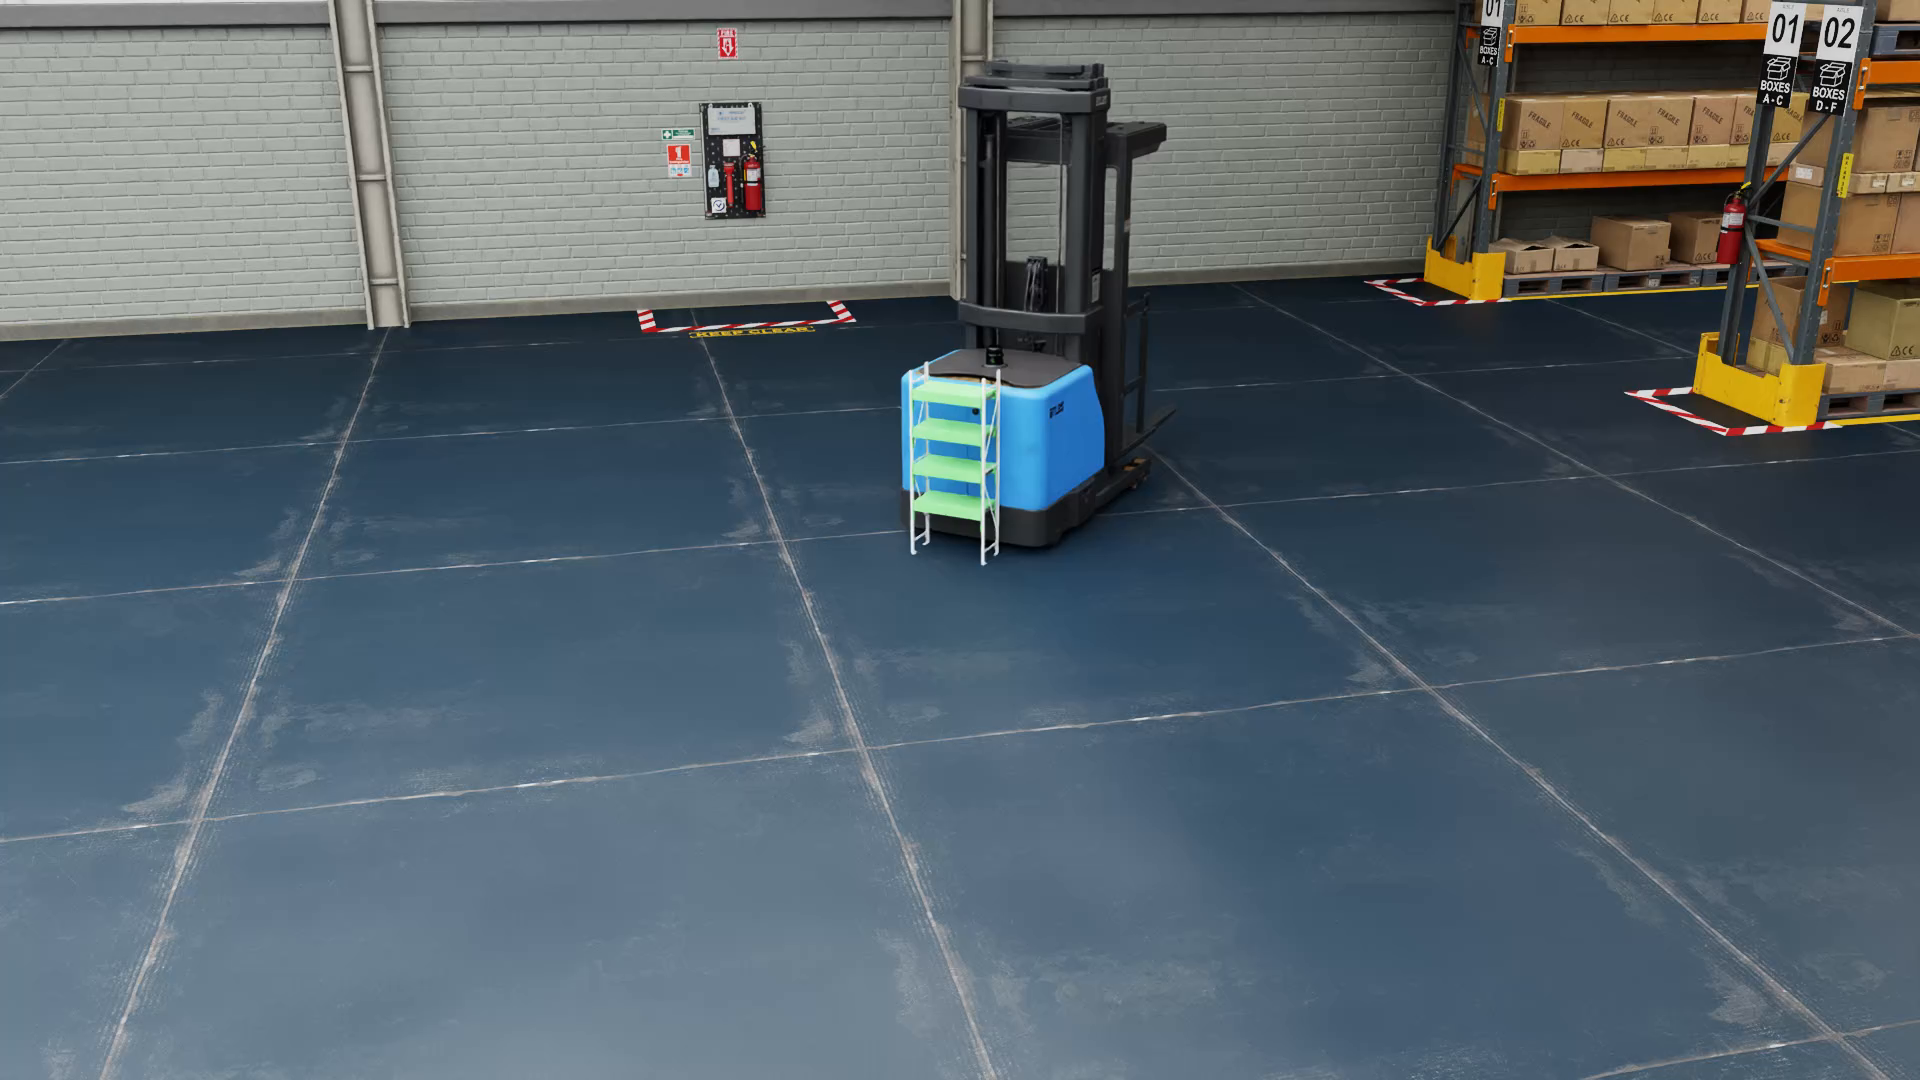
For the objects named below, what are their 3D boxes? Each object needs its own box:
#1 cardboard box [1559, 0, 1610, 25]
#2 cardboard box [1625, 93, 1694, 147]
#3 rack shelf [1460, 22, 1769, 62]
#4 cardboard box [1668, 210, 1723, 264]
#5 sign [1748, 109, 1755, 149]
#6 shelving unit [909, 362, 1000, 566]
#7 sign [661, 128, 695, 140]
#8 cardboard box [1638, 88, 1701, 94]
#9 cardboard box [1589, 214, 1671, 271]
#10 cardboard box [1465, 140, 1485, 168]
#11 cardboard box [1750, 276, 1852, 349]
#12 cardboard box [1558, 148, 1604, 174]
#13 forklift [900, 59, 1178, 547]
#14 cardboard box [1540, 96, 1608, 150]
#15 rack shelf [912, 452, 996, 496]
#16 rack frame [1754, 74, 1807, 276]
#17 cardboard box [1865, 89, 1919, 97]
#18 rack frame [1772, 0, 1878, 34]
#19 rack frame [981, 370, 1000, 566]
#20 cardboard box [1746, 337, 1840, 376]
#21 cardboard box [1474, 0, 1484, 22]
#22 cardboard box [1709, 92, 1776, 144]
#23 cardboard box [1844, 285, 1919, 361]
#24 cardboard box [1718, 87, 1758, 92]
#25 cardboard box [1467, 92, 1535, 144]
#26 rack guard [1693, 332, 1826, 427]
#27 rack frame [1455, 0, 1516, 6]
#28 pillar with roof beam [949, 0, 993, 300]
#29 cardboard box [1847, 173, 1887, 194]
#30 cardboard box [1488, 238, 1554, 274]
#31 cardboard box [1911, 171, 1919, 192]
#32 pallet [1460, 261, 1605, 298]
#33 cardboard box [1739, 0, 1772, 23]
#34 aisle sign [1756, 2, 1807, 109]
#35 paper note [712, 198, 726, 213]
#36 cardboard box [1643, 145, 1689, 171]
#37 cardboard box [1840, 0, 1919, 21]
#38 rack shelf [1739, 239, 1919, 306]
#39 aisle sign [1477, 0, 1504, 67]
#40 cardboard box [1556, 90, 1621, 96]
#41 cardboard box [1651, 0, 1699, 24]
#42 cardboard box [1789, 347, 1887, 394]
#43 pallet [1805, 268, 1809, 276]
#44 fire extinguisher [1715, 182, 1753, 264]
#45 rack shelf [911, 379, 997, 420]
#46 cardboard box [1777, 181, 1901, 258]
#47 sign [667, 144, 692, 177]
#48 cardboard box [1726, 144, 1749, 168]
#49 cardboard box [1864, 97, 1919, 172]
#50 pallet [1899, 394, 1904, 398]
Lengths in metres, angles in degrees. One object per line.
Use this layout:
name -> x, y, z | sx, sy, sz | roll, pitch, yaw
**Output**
cardboard box -> 6.382, -5.613, 17.241 | 0.500, 0.500, 0.500 | -3, 20, -9
cardboard box -> 7.489, -4.522, 17.898 | 0.500, 0.500, 0.500 | -4, 20, -11
rack shelf -> 7.415, -5.404, 17.890 | 4.000, 0.370, 1.077 | -5, 21, -12
cardboard box -> 8.360, -3.429, 18.808 | 0.500, 0.500, 0.500 | -6, 21, -17
sign -> 6.500, -3.355, 13.583 | 0.005, 0.325, 0.100 | -5, 21, -12
shelving unit -> -0.032, -0.475, 10.366 | 0.503, 1.200, 0.258 | 9, 22, 23
sign -> -2.858, -4.116, 16.867 | 0.331, 0.109, 0.001 | -5, 21, -12
cardboard box -> 7.865, -4.738, 18.486 | 0.500, 0.500, 0.500 | -4, 21, -11
cardboard box -> 7.442, -3.319, 18.508 | 0.500, 0.500, 0.700 | -6, 21, -16
cardboard box -> 5.878, -4.216, 18.151 | 0.500, 0.250, 0.500 | -4, 21, -12
cardboard box -> 7.065, -1.917, 13.984 | 0.500, 0.500, 0.500 | -5, 21, -12
cardboard box -> 6.518, -4.092, 17.813 | 0.500, 0.250, 0.500 | -5, 21, -14
forklift -> 0.724, -1.798, 11.462 | 1.130, 2.935, 3.031 | 10, 22, 25
cardboard box -> 6.485, -4.439, 17.670 | 0.500, 0.500, 0.500 | -5, 21, -12
rack shelf -> -0.032, -0.415, 10.388 | 0.480, 0.148, 0.258 | 9, 22, 23
rack frame -> 9.361, -4.491, 18.715 | 0.127, 3.000, 1.000 | -5, 21, -12
cardboard box -> 10.409, -4.816, 18.815 | 0.500, 0.500, 0.700 | -3, 20, -7
rack frame -> 6.612, -5.334, 12.293 | 0.127, 3.000, 1.000 | -5, 21, -12
rack frame -> 0.190, -0.439, 10.270 | 0.015, 1.200, 0.240 | 9, 22, 23
cardboard box -> 7.066, -1.564, 14.111 | 0.500, 0.250, 0.500 | -5, 21, -12
cardboard box -> 5.816, -5.757, 17.635 | 0.500, 0.500, 0.500 | -3, 20, -9
cardboard box -> 8.488, -4.600, 18.110 | 0.500, 0.500, 0.500 | -5, 21, -13
cardboard box -> 7.671, -1.783, 13.619 | 0.500, 0.500, 0.500 | -5, 21, -12
cardboard box -> 8.855, -4.815, 18.697 | 0.500, 0.500, 0.500 | -5, 21, -14
cardboard box -> 5.878, -4.574, 18.040 | 0.500, 0.500, 0.500 | -5, 21, -13
rack guard -> 6.588, -1.341, 13.749 | 0.348, 0.500, 1.175 | -5, 21, -12
rack frame -> 5.468, -6.992, 16.818 | 0.127, 3.000, 1.000 | -5, 21, -12
pillar with roof beam -> 1.102, -5.421, 12.530 | 0.400, 9.000, 9.100 | -5, 21, -12
cardboard box -> 7.043, -2.827, 13.084 | 0.250, 0.149, 0.380 | -5, 21, -13
cardboard box -> 6.162, -3.143, 18.304 | 0.500, 0.311, 0.500 | -7, 21, -19
cardboard box -> 7.543, -2.868, 13.196 | 0.250, 0.149, 0.380 | -5, 21, -12
pallet -> 6.341, -2.924, 18.490 | 1.213, 0.211, 1.003 | -5, 21, -12
cardboard box -> 8.431, -5.798, 17.745 | 0.500, 0.500, 0.500 | -6, 21, -17
aisle sign -> 6.480, -3.831, 13.132 | 0.004, 0.787, 0.394 | -5, 21, -12
paper note -> -2.490, -3.457, 17.173 | 0.142, 0.148, 0.016 | -5, 21, -12
cardboard box -> 7.508, -4.170, 18.025 | 0.500, 0.250, 0.500 | -4, 21, -12
cardboard box -> 7.172, -4.281, 12.815 | 0.637, 0.503, 0.797 | -3, 20, -9
rack shelf -> 8.558, -2.337, 13.880 | 4.000, 0.370, 1.077 | -5, 21, -12
aisle sign -> 5.467, -5.289, 17.113 | 0.004, 0.787, 0.394 | -5, 21, -12
cardboard box -> 6.872, -4.653, 18.255 | 0.500, 0.500, 0.500 | -5, 21, -14
cardboard box -> 7.403, -5.705, 17.492 | 0.500, 0.500, 0.500 | -3, 20, -9
cardboard box -> 7.185, -1.391, 13.638 | 0.500, 0.250, 0.500 | -5, 21, -12
pallet -> 10.118, -3.244, 19.364 | 1.213, 0.211, 1.003 | -5, 21, -12
fire extinguisher -> 6.390, -2.627, 13.737 | 0.183, 0.674, 0.296 | -5, 21, -12
rack shelf -> -0.032, -0.865, 10.223 | 0.480, 0.148, 0.258 | 9, 22, 23
cardboard box -> 7.069, -2.596, 13.396 | 0.500, 0.500, 0.700 | -5, 21, -12
sign -> -2.864, -3.869, 16.965 | 0.234, 0.329, 0.001 | -5, 21, -12
cardboard box -> 8.483, -4.255, 18.258 | 0.500, 0.250, 0.500 | -5, 21, -12
cardboard box -> 7.631, -3.253, 13.303 | 0.500, 0.500, 0.700 | -5, 21, -14
pallet -> 8.531, -1.377, 14.268 | 1.213, 0.211, 1.003 | -5, 21, -12
